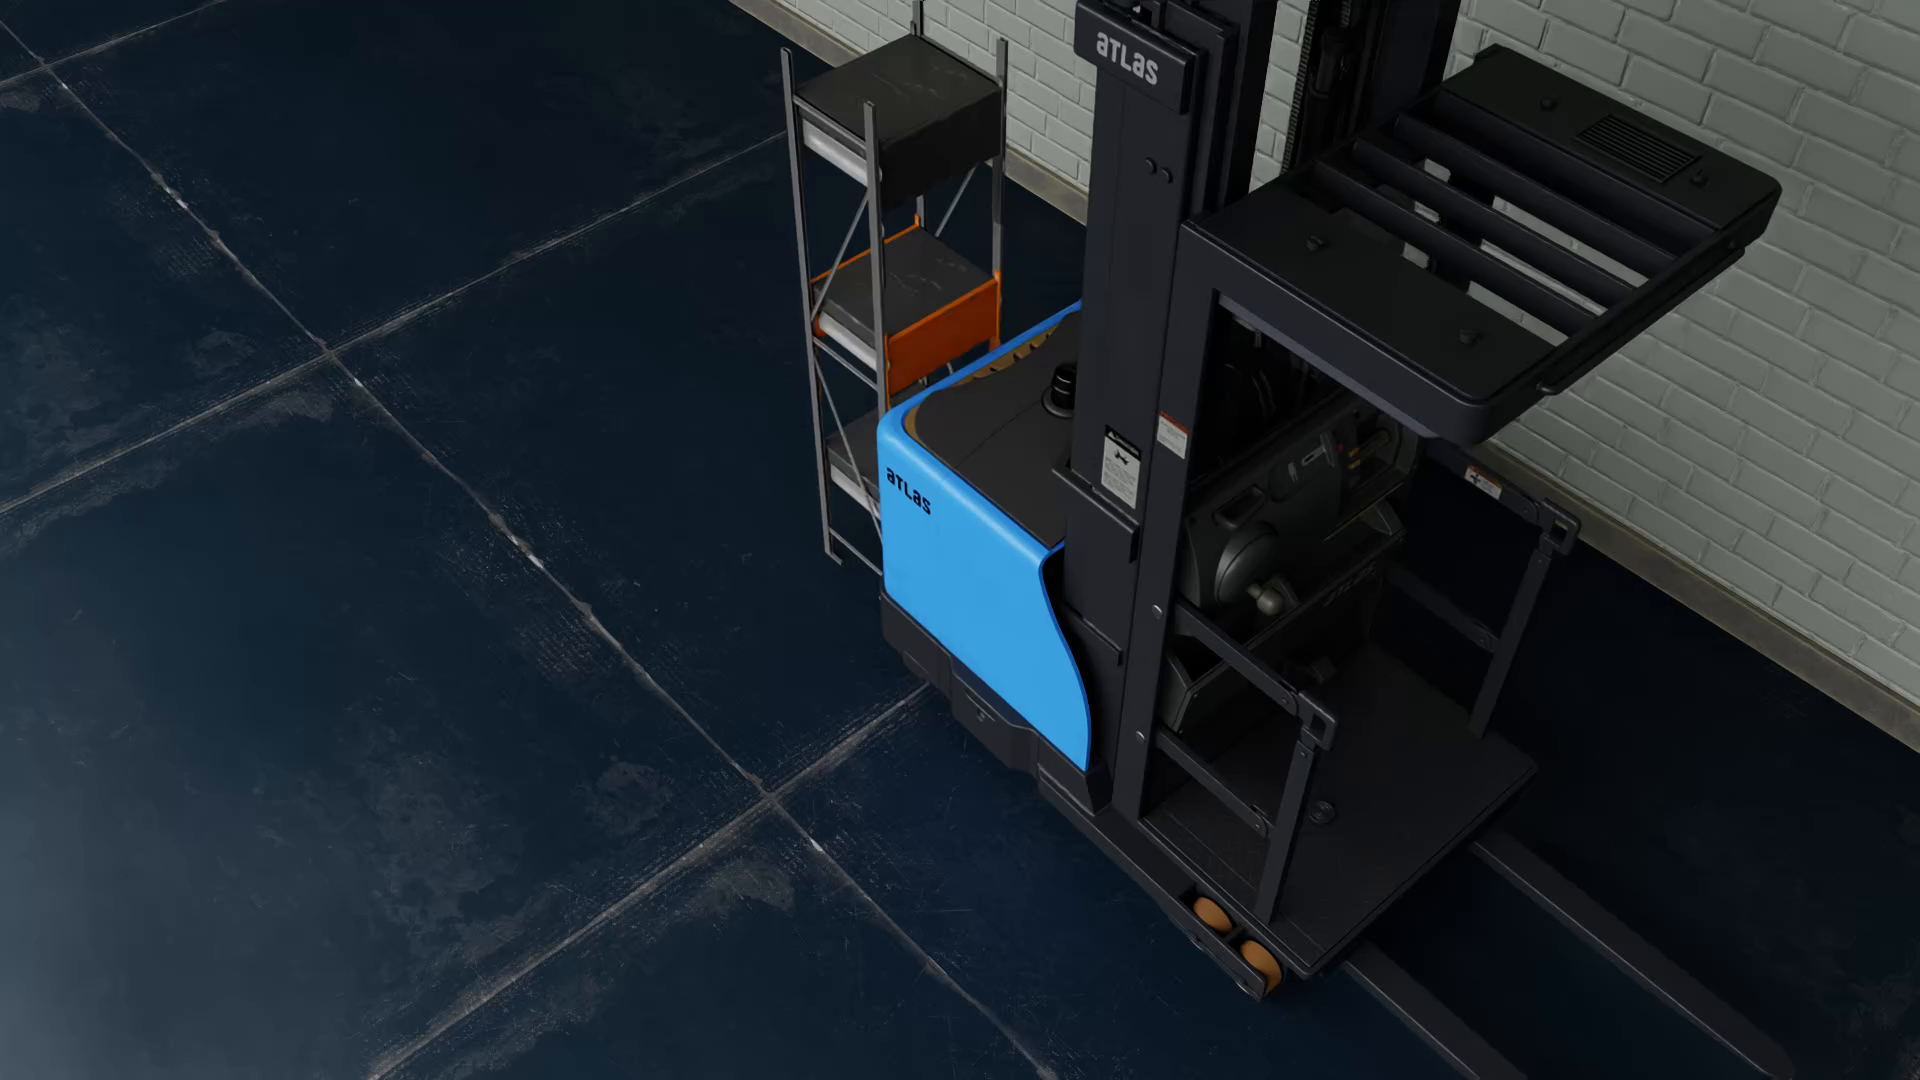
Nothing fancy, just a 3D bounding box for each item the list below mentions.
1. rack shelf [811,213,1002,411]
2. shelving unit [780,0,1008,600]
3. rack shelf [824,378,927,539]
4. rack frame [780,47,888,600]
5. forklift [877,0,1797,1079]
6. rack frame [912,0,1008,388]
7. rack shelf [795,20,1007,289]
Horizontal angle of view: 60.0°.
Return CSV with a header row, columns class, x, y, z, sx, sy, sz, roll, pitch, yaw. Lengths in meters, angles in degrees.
class,x,y,z,sx,sy,sz,roll,pitch,yaw
rack shelf,-0.184,-0.673,5.461,0.480,0.518,0.431,-33,56,-27
shelving unit,-0.184,-0.682,5.451,0.503,2.100,0.431,-33,56,-27
rack shelf,-0.184,-0.198,5.975,0.480,0.518,0.431,-33,56,-27
rack frame,-0.365,-0.562,5.340,0.015,2.100,0.400,-33,56,-27
forklift,1.071,-0.057,4.308,1.130,2.935,3.031,-33,55,-26
rack frame,-0.002,-0.802,5.561,0.015,2.100,0.400,-33,56,-27
rack shelf,-0.184,-1.148,4.946,0.480,0.518,0.431,-33,56,-27
